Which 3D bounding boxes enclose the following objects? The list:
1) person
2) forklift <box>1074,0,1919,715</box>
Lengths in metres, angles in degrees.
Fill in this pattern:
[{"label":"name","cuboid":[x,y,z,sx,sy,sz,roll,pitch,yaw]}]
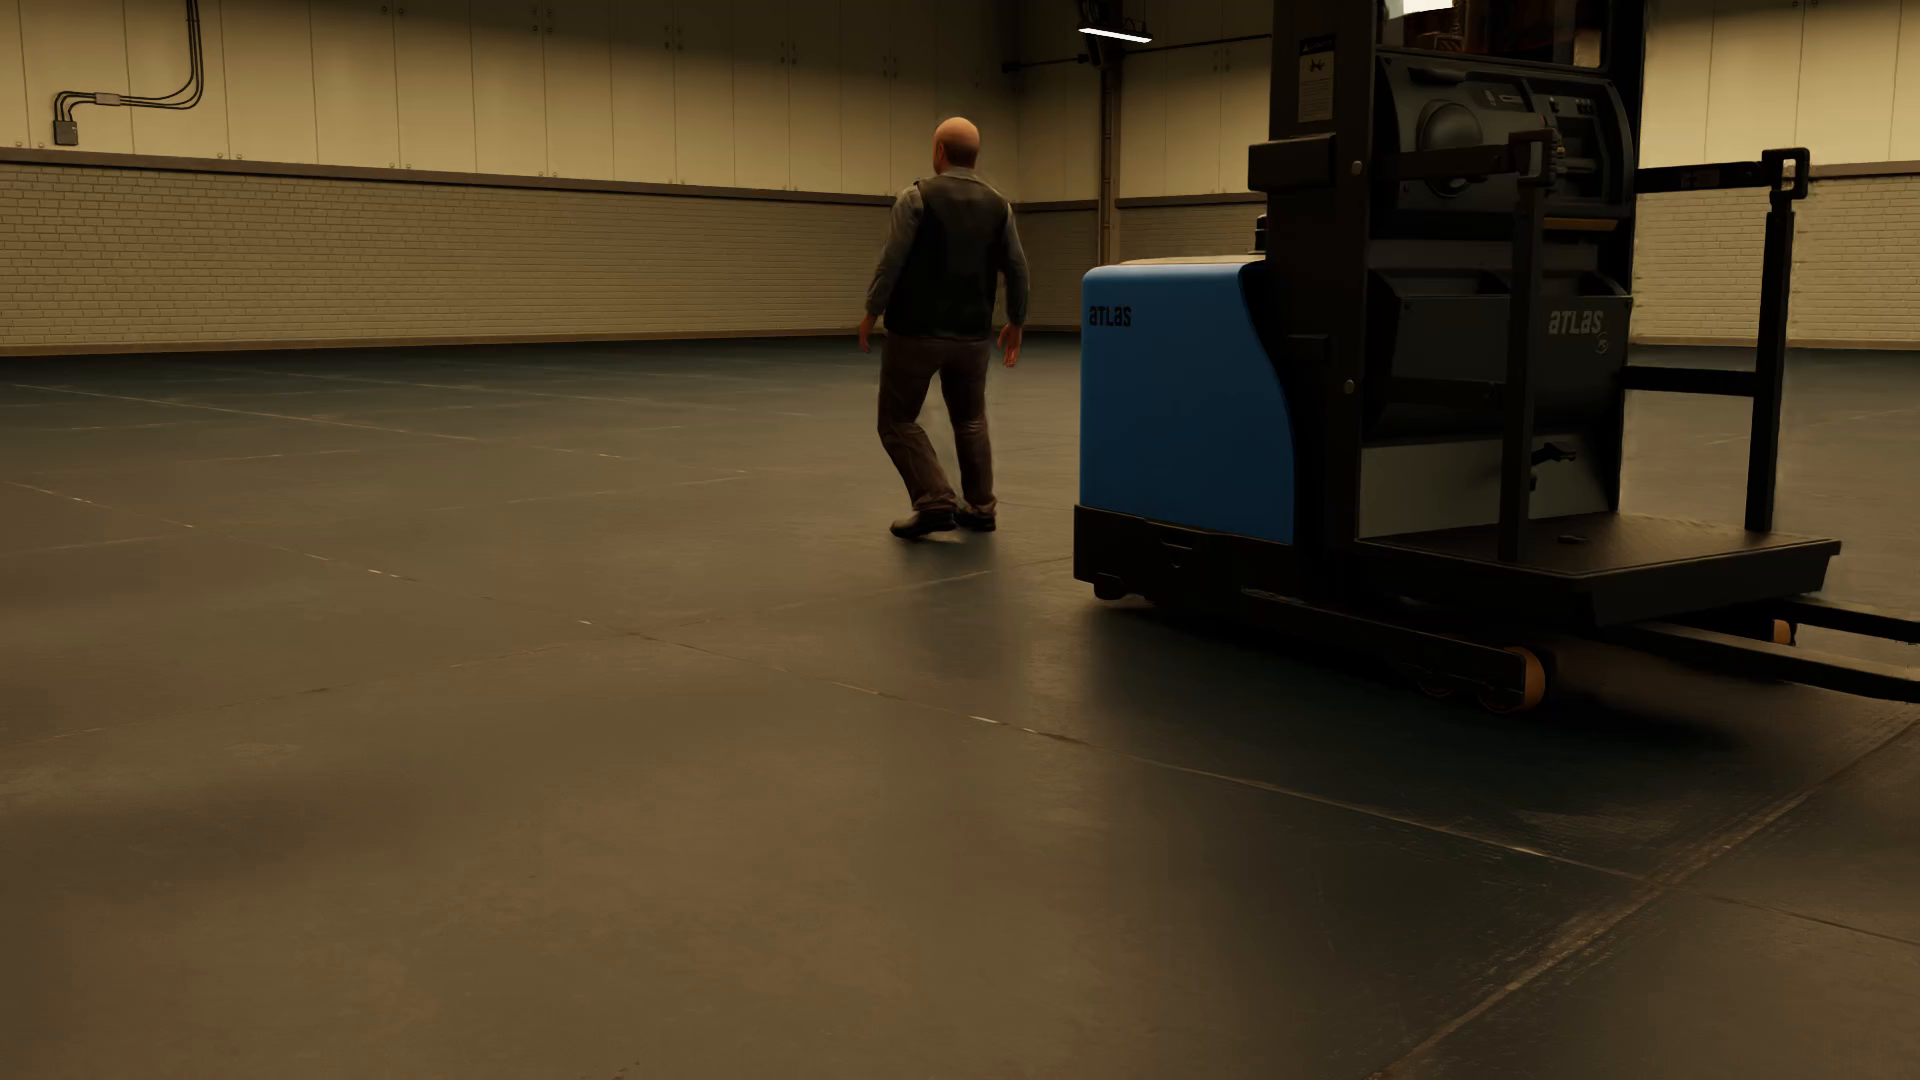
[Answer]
[{"label":"person","cuboid":[-0.062,-0.843,6.743,0.717,1.666,0.610,-4,10,-26]},{"label":"forklift","cuboid":[1.583,-1.112,4.261,1.130,2.935,3.031,-5,10,-32]}]
